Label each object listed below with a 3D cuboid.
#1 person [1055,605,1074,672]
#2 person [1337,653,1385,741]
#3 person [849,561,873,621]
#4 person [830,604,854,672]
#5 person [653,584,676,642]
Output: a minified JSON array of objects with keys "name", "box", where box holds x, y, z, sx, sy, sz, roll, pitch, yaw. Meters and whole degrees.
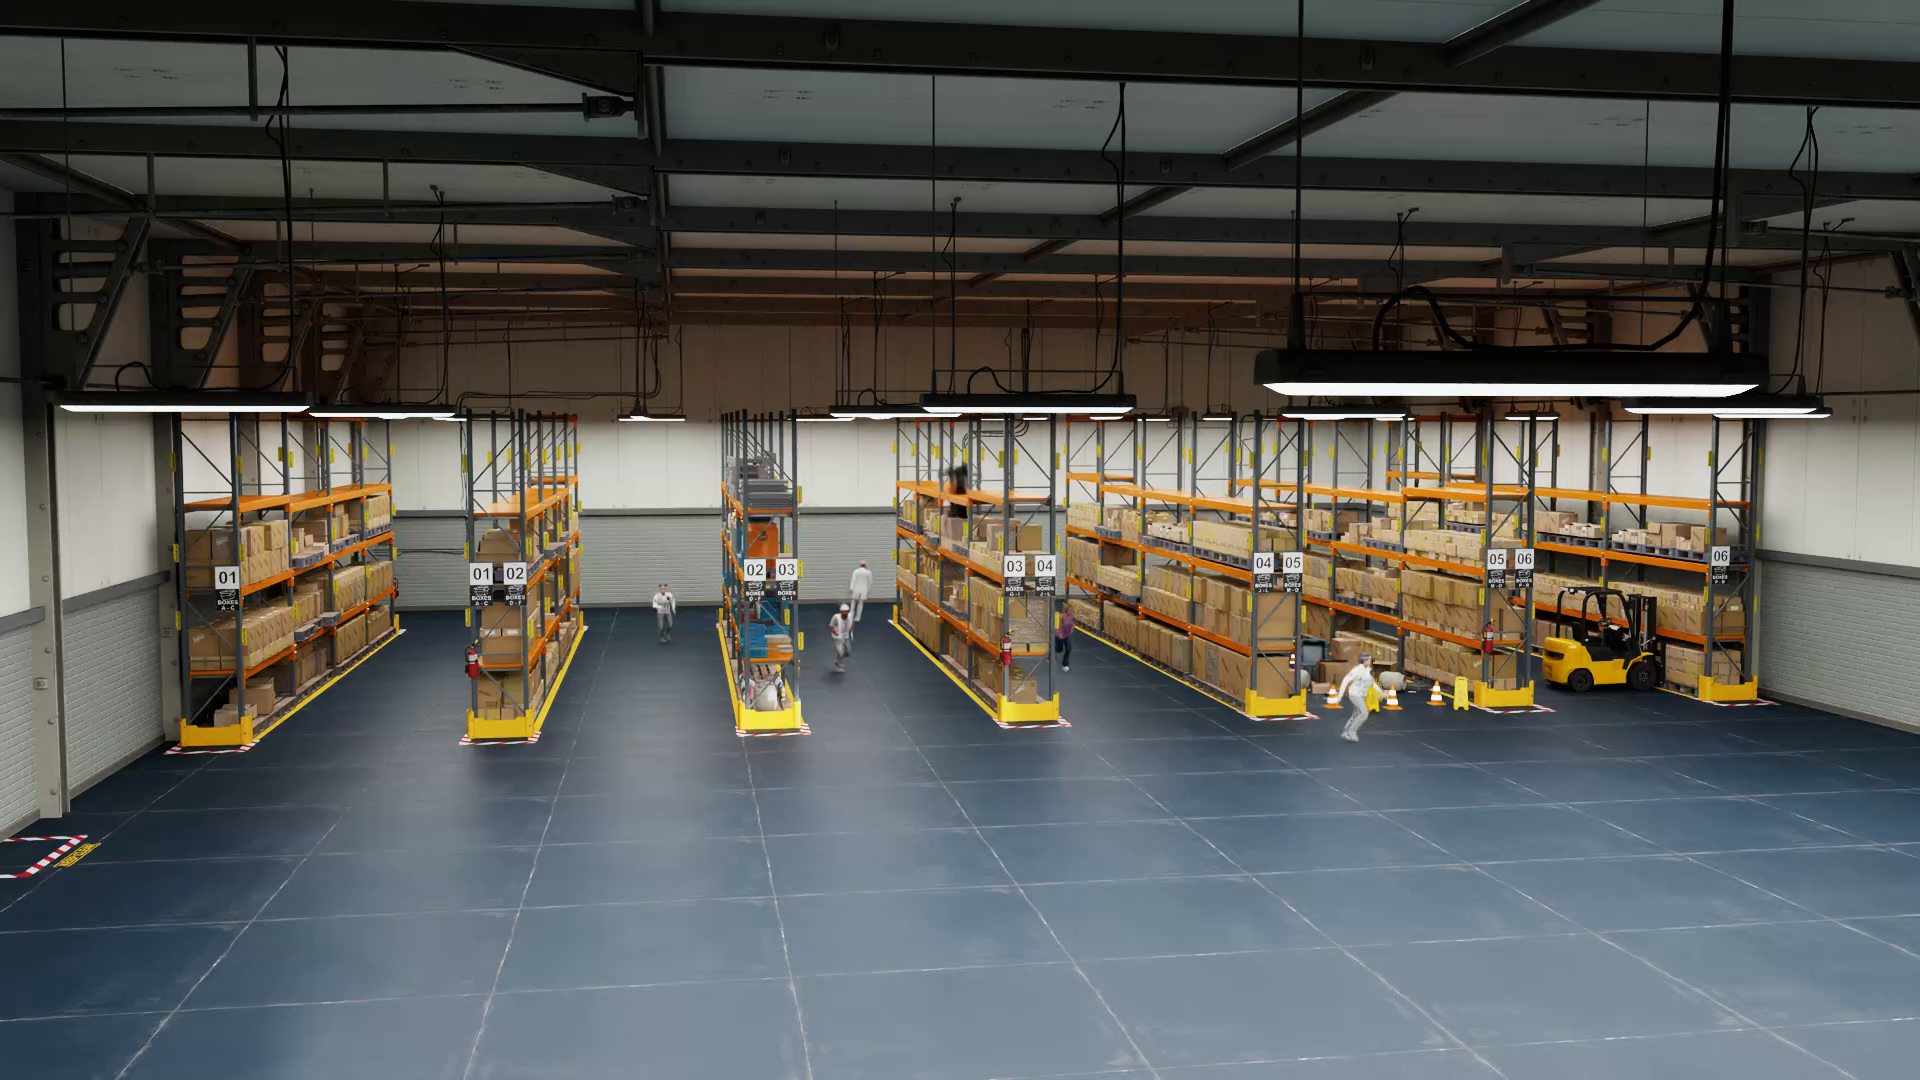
[{"name":"person","box":[2.365,2.268,38.849,0.548,1.554,0.852,-3,5,-35]},{"name":"person","box":[7.223,2.818,29.862,0.755,1.617,0.591,4,5,42]},{"name":"person","box":[-2.925,1.510,48.269,0.774,1.812,0.496,0,4,-2]},{"name":"person","box":[-2.754,2.242,38.227,0.638,1.617,0.909,-3,5,-36]},{"name":"person","box":[-7.720,1.907,43.411,0.608,1.577,0.804,-1,4,-17]}]
